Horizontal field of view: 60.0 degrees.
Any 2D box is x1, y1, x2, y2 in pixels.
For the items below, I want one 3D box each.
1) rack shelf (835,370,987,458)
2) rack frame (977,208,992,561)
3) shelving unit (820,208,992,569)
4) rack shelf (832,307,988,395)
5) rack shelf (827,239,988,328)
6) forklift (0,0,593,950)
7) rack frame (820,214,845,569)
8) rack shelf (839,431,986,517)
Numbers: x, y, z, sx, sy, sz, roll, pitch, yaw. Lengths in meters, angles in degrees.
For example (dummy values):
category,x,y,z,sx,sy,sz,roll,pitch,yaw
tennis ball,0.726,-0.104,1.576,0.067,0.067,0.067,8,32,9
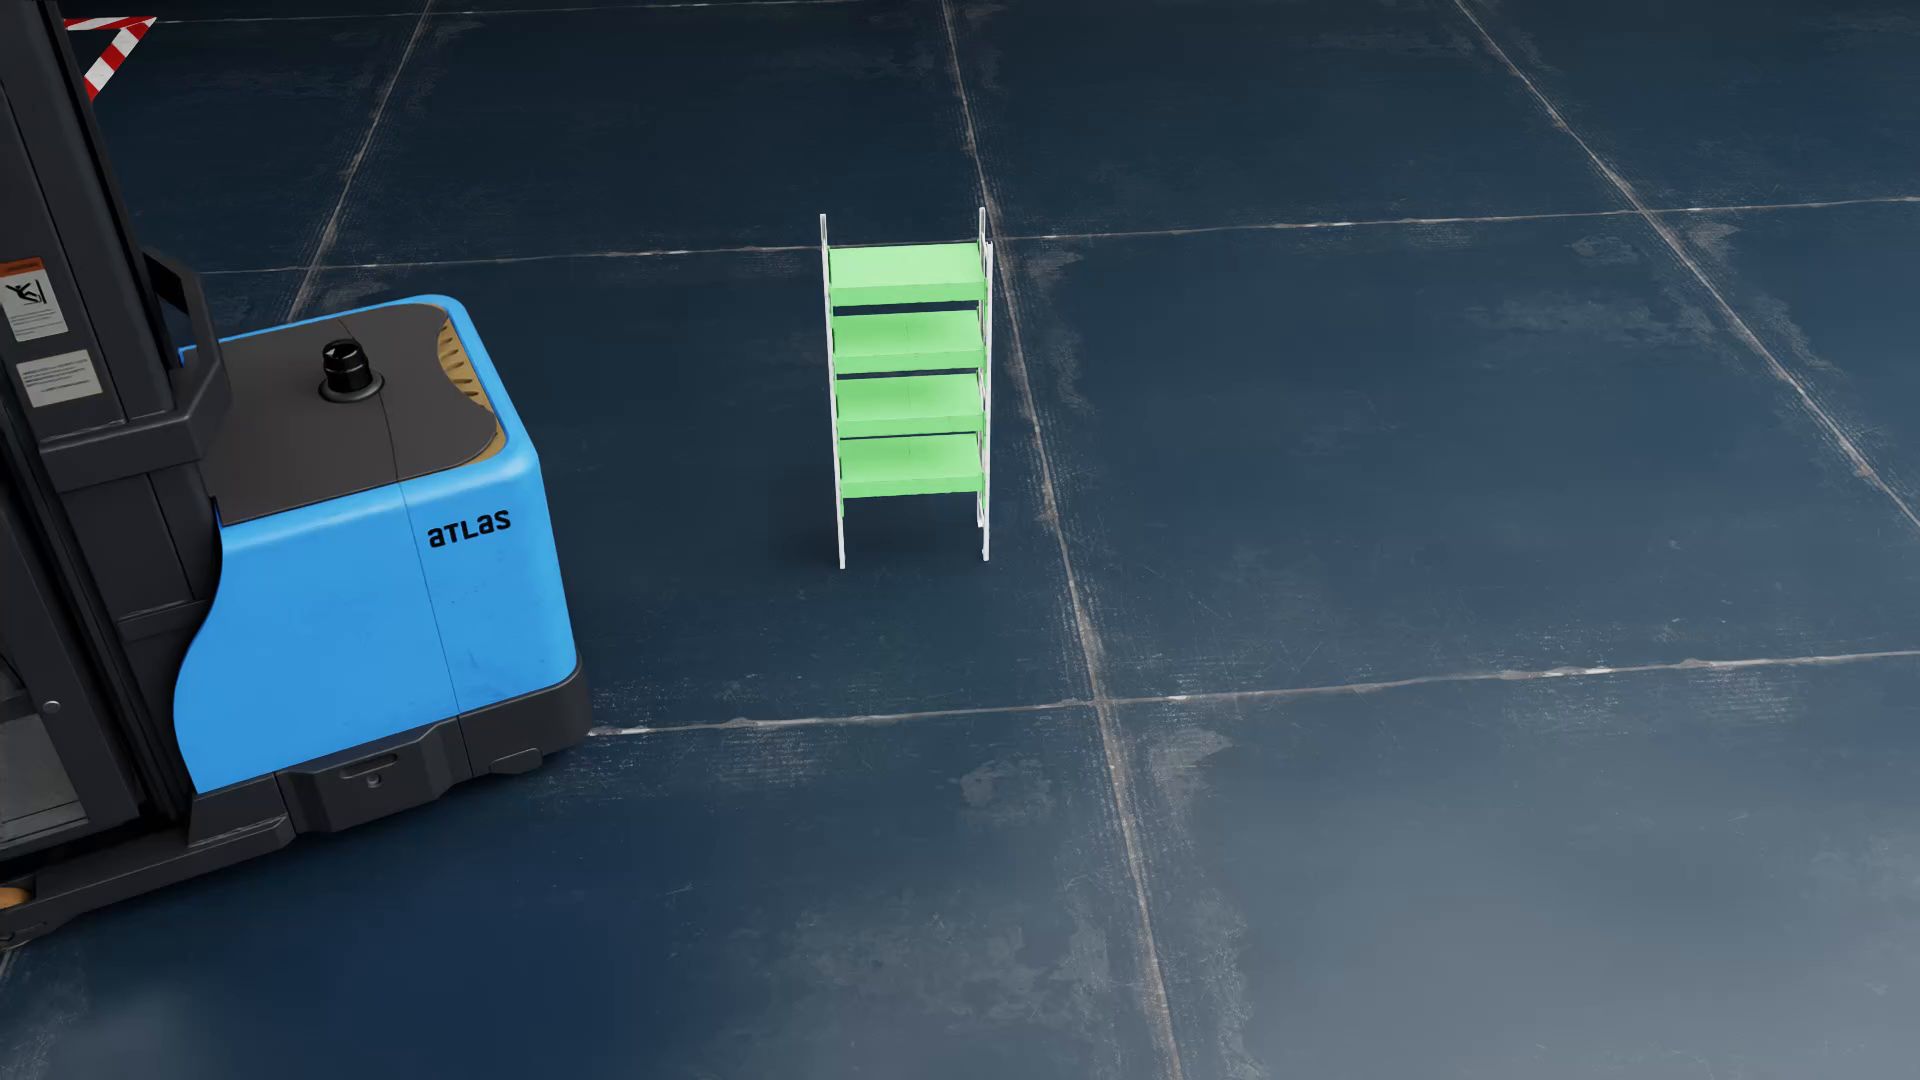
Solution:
category,x,y,z,sx,sy,sz,roll,pitch,yaw
rack shelf,-0.165,-0.412,5.406,0.480,0.148,0.258,-3,38,-4
rack frame,0.078,-0.475,5.384,0.015,1.200,0.240,-3,38,-4
shelving unit,-0.165,-0.462,5.367,0.503,1.200,0.258,-3,38,-4
rack shelf,-0.165,-0.600,5.258,0.480,0.148,0.258,-3,38,-4
rack shelf,-0.165,-0.789,5.109,0.480,0.148,0.258,-3,38,-4
forklift,-2.646,-0.395,3.884,3.031,2.935,1.130,-17,41,-20
rack frame,-0.408,-0.449,5.350,0.015,1.200,0.240,-3,38,-4
rack shelf,-0.165,-0.223,5.555,0.480,0.148,0.258,-3,38,-4
